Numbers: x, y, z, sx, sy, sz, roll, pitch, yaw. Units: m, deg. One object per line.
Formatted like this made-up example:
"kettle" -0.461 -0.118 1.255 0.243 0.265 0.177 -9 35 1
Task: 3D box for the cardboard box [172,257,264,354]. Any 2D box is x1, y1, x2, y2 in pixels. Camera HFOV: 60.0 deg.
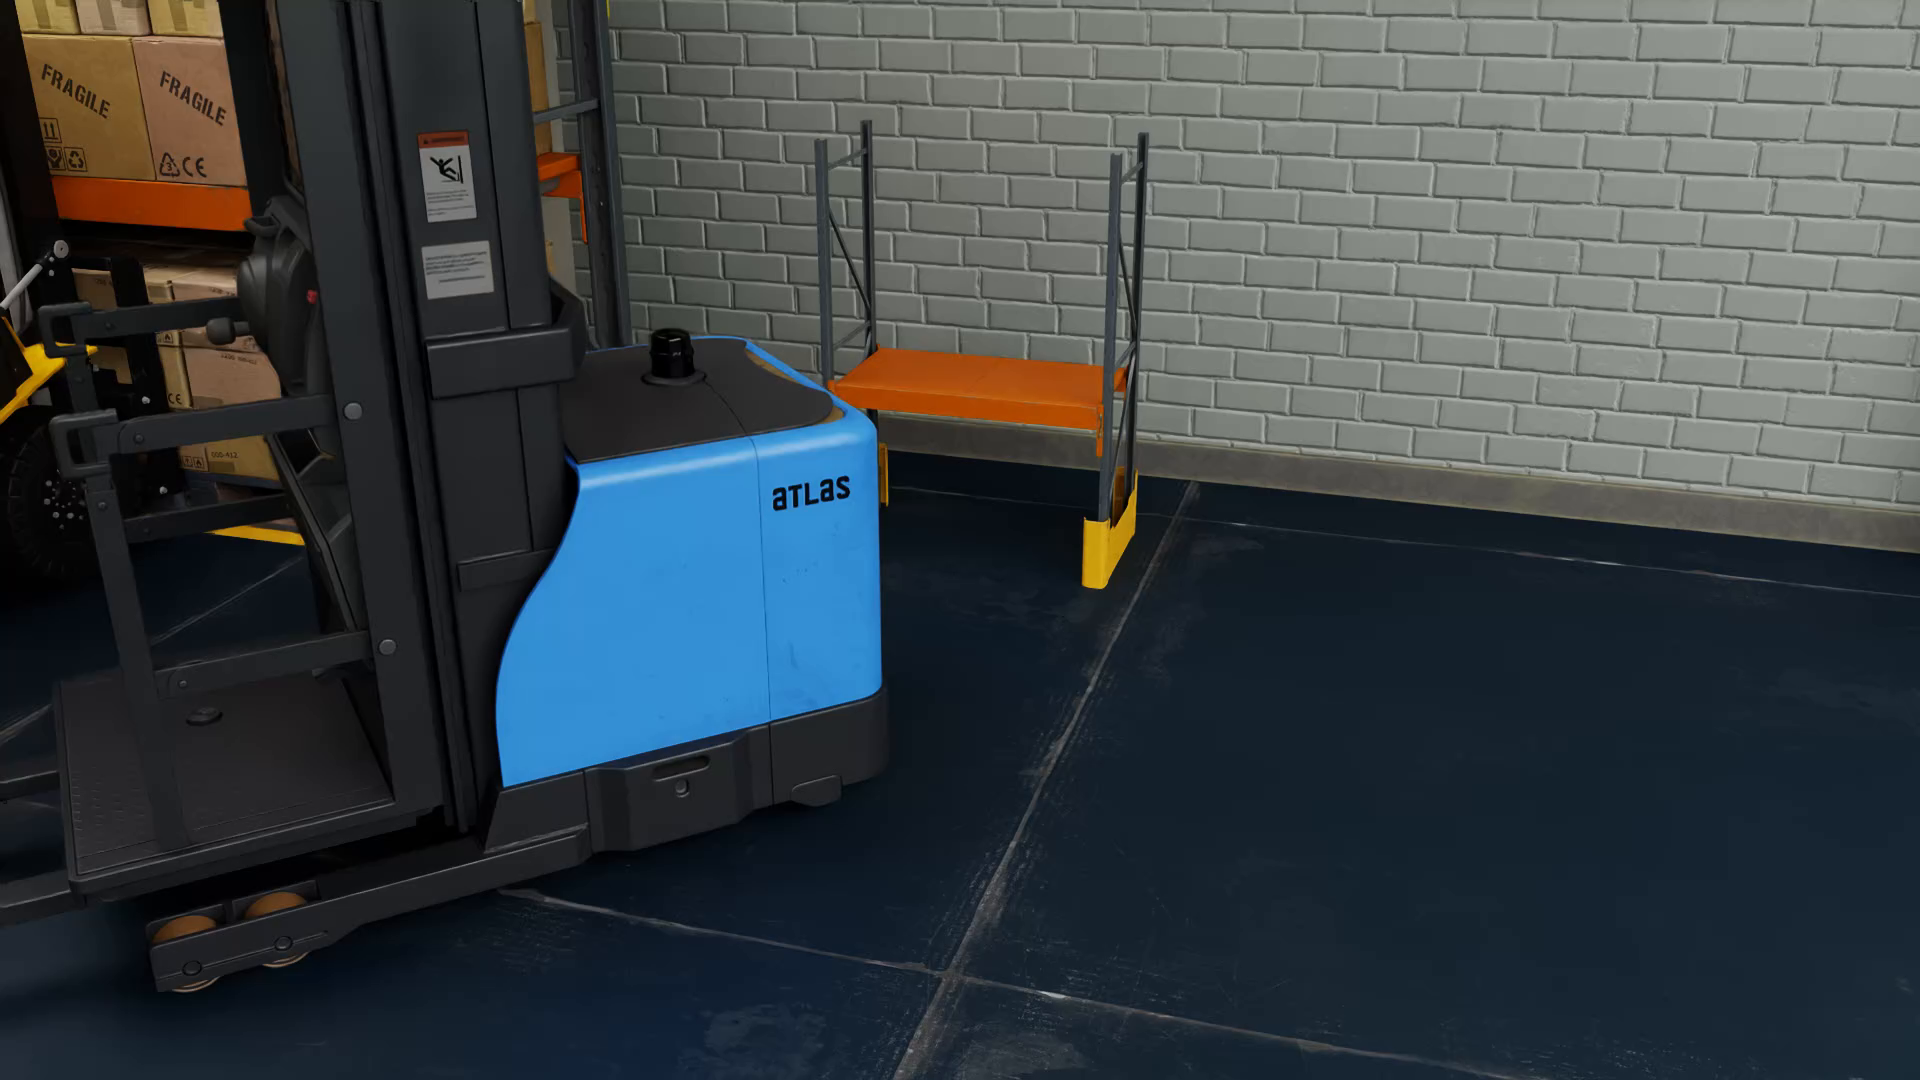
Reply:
"cardboard box" -2.558 -0.891 6.242 0.500 0.250 0.500 7 23 16

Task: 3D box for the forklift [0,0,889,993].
"forklift" -1.740 -0.561 3.774 3.031 2.935 1.130 -12 25 -26

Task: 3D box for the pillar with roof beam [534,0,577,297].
"pillar with roof beam" -3.187 -3.131 2.044 0.400 9.000 9.100 7 23 16

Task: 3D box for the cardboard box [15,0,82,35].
"cardboard box" -3.185 -1.930 6.035 0.250 0.149 0.380 7 23 16

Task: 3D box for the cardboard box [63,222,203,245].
"cardboard box" -3.386 -1.192 6.977 0.500 0.250 0.500 6 23 14

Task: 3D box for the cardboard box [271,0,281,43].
"cardboard box" -2.203 -1.815 5.756 0.250 0.149 0.380 7 23 16

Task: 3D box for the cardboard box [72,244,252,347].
"cardboard box" -3.044 -0.943 6.368 0.500 0.250 0.500 7 23 16

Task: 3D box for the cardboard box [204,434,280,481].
"cardboard box" -2.551 -0.432 6.441 0.500 0.250 0.500 7 23 15

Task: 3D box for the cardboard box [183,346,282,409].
"cardboard box" -2.570 -0.667 6.356 0.500 0.250 0.500 6 23 15

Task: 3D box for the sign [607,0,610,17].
"sign" -1.371 -2.153 6.322 0.005 0.325 0.100 7 23 16

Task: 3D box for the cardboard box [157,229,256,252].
"cardboard box" -2.897 -1.134 6.834 0.500 0.250 0.500 6 23 15

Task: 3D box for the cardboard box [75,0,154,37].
"cardboard box" -2.937 -1.909 5.985 0.250 0.149 0.380 6 23 14

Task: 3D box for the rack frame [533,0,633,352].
"rack frame" -1.537 -1.515 6.012 0.127 3.000 1.000 7 23 16

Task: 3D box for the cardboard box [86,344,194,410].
"cardboard box" -3.071 -0.716 6.475 0.500 0.250 0.500 6 23 14

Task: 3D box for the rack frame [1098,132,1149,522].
"rack frame" 0.568 -0.629 5.827 0.032 1.500 0.500 7 23 16

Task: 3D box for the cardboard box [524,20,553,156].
"cardboard box" -1.931 -1.717 6.371 0.500 0.500 0.500 7 23 17

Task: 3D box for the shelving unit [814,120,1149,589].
"shelving unit" 0.073 -0.686 5.965 1.083 1.500 0.587 7 23 16

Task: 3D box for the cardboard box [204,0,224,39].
"cardboard box" -2.434 -1.866 5.880 0.250 0.149 0.380 7 23 17

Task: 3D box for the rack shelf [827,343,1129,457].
"rack shelf" 0.082 -0.518 6.031 1.000 0.185 0.538 7 23 16

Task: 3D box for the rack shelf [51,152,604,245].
"rack shelf" -3.452 -1.402 6.683 4.000 0.370 1.077 7 23 16

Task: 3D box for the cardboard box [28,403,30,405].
"cardboard box" -3.531 -0.539 6.701 0.500 0.250 0.500 7 23 17

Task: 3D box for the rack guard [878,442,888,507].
"rack guard" -0.404 -0.162 6.335 0.087 0.250 0.587 7 23 16

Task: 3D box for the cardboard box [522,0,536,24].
"cardboard box" -1.787 -1.993 6.190 0.250 0.149 0.380 6 23 14

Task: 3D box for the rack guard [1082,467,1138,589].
"rack guard" 0.550 -0.053 6.069 0.087 0.250 0.587 7 23 16

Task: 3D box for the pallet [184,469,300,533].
"pallet" -2.281 -0.294 6.708 1.213 0.211 1.003 7 23 16

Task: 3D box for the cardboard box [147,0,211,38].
"cardboard box" -2.668 -1.897 5.956 0.250 0.149 0.380 6 23 15

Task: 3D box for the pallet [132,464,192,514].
"pallet" -3.445 -0.428 7.036 1.213 0.211 1.003 7 23 15

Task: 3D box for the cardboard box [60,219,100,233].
"cardboard box" -3.870 -1.244 7.104 0.500 0.250 0.500 7 23 16

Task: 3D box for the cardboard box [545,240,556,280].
"cardboard box" -1.942 -1.021 6.560 0.500 0.250 0.500 6 23 15

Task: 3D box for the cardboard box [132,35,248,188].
"cardboard box" -2.578 -1.580 6.038 0.500 0.500 0.500 7 23 17

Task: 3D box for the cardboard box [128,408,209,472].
"cardboard box" -3.028 -0.490 6.582 0.500 0.250 0.500 7 23 16

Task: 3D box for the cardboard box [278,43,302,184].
"cardboard box" -2.084 -1.520 5.892 0.500 0.500 0.500 6 23 14

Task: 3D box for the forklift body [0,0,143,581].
"forklift body" -3.879 -0.668 5.064 1.214 2.155 2.313 7 23 16

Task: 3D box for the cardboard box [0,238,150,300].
"cardboard box" -3.527 -1.001 6.510 0.500 0.250 0.500 6 23 14

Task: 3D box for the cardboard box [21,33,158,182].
"cardboard box" -3.069 -1.636 6.175 0.500 0.500 0.500 6 23 14

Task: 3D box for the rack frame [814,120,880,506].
"rack frame" -0.405 -0.740 6.098 0.032 1.500 0.500 7 23 16
